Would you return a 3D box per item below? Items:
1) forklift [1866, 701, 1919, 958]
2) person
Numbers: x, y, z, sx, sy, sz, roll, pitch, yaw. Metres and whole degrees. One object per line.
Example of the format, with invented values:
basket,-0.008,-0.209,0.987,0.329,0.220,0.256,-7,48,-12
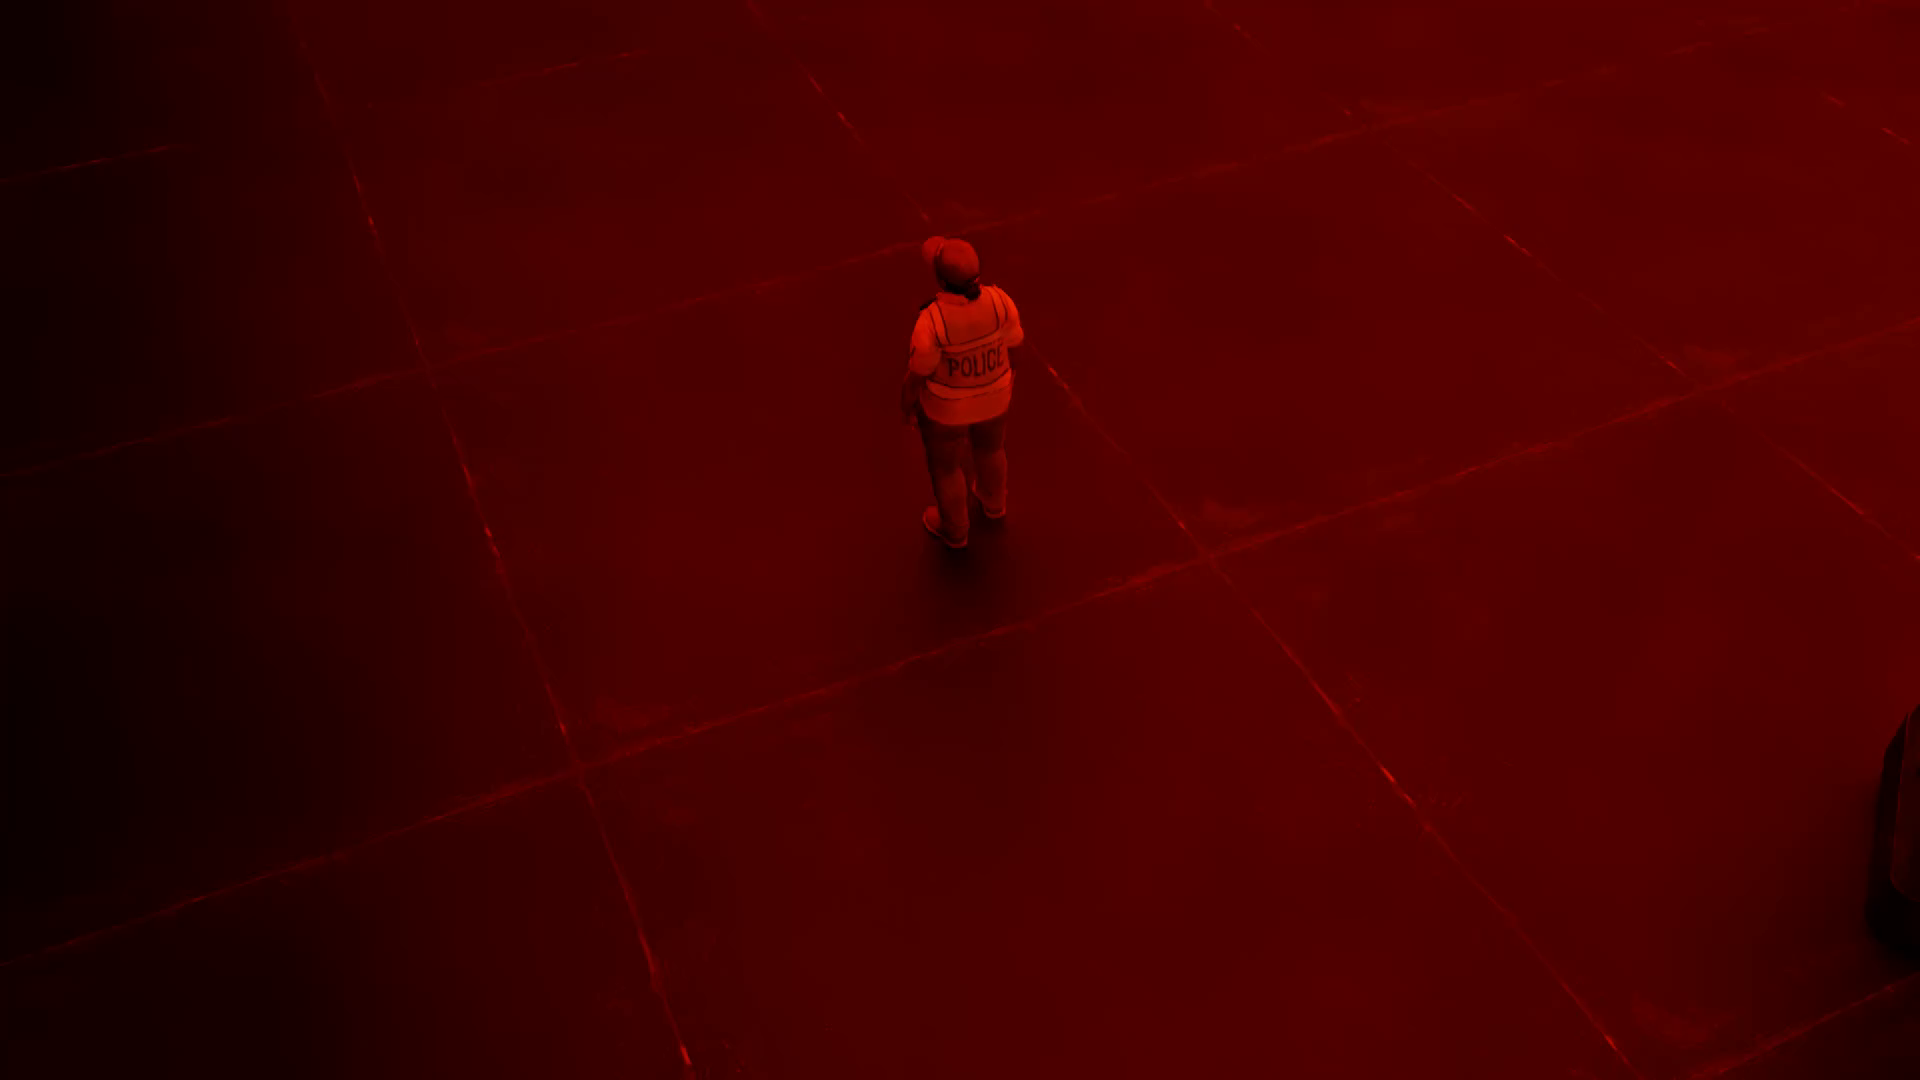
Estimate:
forklift,4.940,0.573,5.066,3.031,2.935,1.130,19,46,19
person,-0.012,-0.668,7.313,0.598,1.669,0.529,-18,46,-18
